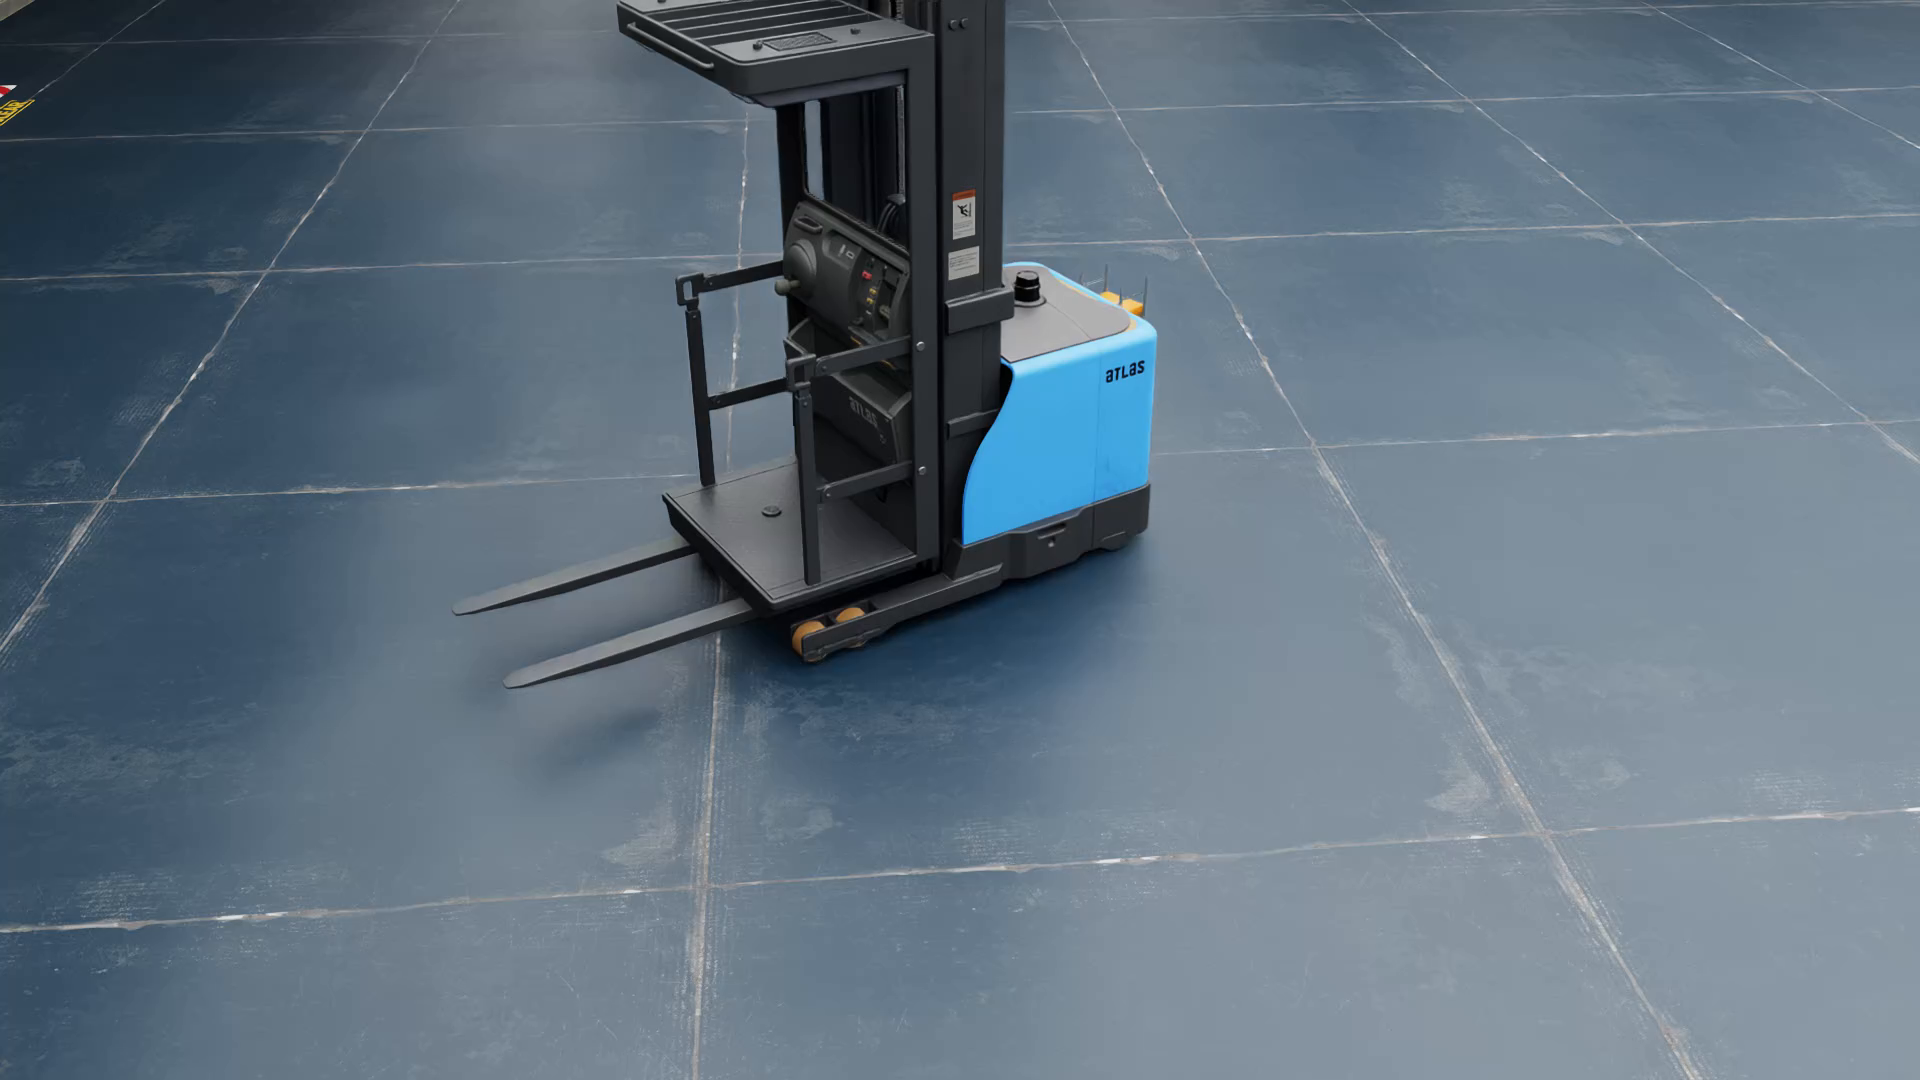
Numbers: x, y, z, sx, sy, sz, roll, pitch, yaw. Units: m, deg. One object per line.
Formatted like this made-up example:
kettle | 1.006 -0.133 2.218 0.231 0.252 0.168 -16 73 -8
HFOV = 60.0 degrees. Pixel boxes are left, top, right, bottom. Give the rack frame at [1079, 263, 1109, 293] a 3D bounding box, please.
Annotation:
rack frame | 0.617 -0.826 8.099 0.008 1.050 0.200 27 37 37

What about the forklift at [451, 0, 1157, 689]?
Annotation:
forklift | -0.642 -1.062 6.670 3.031 2.935 1.130 -18 35 -28

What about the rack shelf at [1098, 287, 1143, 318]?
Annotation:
rack shelf | 0.713 -1.021 7.893 0.240 0.259 0.215 27 37 37

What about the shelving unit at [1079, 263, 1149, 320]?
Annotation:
shelving unit | 0.703 -0.782 8.025 0.252 1.050 0.215 27 37 37

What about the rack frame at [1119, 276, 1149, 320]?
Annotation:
rack frame | 0.790 -0.738 7.951 0.008 1.050 0.200 27 37 37
